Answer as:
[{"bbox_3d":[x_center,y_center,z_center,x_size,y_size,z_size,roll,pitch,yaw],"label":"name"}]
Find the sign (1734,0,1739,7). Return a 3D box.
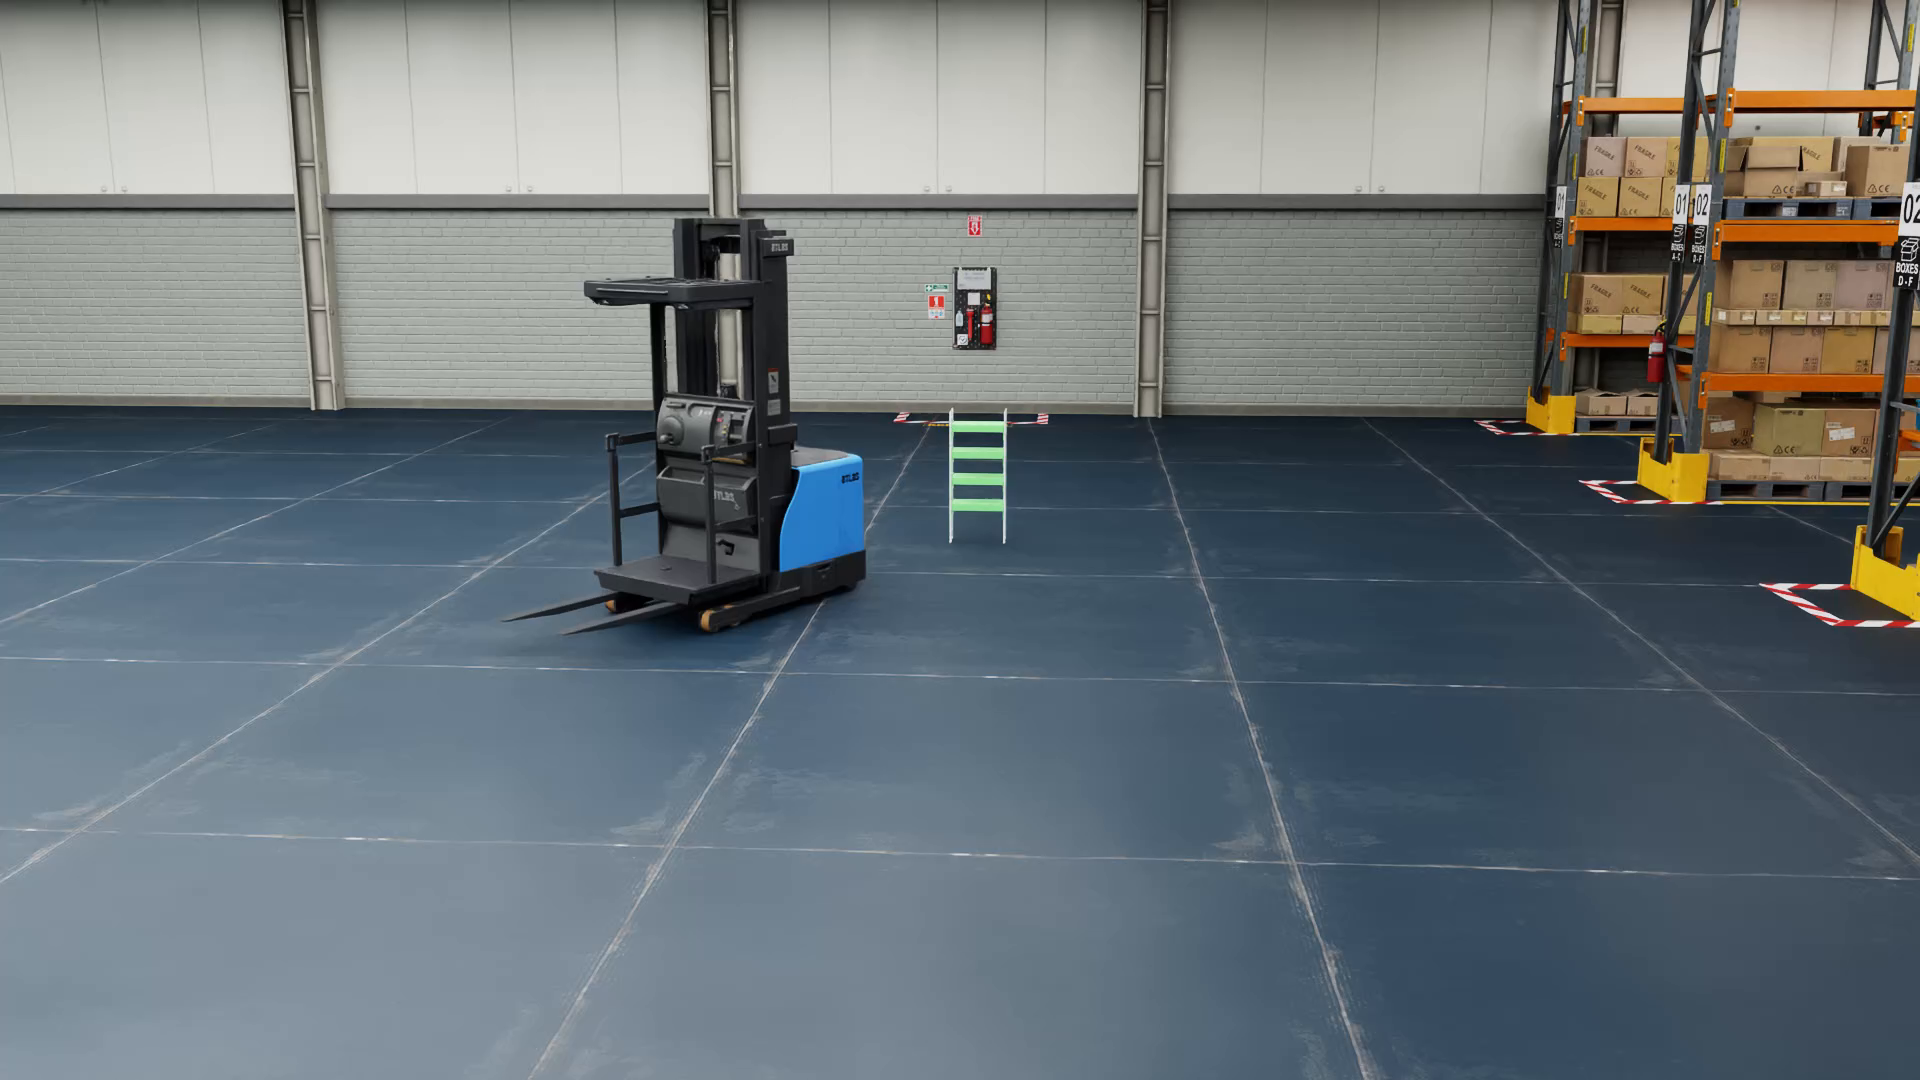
[{"bbox_3d":[7.532,-5.335,16.110,0.005,0.325,0.100,1,12,4],"label":"sign"}]

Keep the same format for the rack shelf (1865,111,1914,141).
[{"bbox_3d":[13.890,-5.296,21.324,4.000,0.370,1.077,1,12,4],"label":"rack shelf"}]

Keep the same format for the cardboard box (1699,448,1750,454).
[{"bbox_3d":[8.131,-0.890,17.870,0.500,0.250,0.500,1,12,4],"label":"cardboard box"}]

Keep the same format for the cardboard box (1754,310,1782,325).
[{"bbox_3d":[8.216,-2.292,17.050,0.250,0.149,0.380,0,12,2],"label":"cardboard box"}]

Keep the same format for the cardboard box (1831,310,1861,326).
[{"bbox_3d":[8.983,-2.281,16.999,0.250,0.149,0.380,0,12,2],"label":"cardboard box"}]

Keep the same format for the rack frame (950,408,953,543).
[{"bbox_3d":[-0.078,-0.588,15.132,0.015,1.200,0.240,1,12,4],"label":"rack frame"}]

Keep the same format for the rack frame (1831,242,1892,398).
[{"bbox_3d":[11.894,-2.935,21.954,0.127,3.000,1.000,1,12,4],"label":"rack frame"}]

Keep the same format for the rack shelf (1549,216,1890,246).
[{"bbox_3d":[9.899,-4.078,21.851,4.000,0.370,1.077,1,12,4],"label":"rack shelf"}]

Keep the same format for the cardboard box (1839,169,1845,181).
[{"bbox_3d":[9.297,-3.707,17.168,0.500,0.311,0.500,2,12,10],"label":"cardboard box"}]

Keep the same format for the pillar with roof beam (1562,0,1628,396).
[{"bbox_3d":[8.372,-5.214,18.196,0.400,9.000,9.100,1,12,4],"label":"pillar with roof beam"}]

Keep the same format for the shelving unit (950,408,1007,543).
[{"bbox_3d":[0.165,-0.585,15.116,0.503,1.200,0.258,1,12,4],"label":"shelving unit"}]

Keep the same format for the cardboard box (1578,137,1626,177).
[{"bbox_3d":[8.271,-4.951,21.532,0.500,0.500,0.500,0,12,0],"label":"cardboard box"}]

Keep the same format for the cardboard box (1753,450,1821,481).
[{"bbox_3d":[8.595,-0.778,17.335,0.500,0.250,0.500,1,12,4],"label":"cardboard box"}]

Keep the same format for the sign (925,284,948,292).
[{"bbox_3d":[-0.331,-3.584,23.676,0.331,0.109,0.001,1,12,4],"label":"sign"}]

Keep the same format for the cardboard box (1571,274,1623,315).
[{"bbox_3d":[8.359,-3.225,21.827,0.500,0.500,0.500,1,12,4],"label":"cardboard box"}]

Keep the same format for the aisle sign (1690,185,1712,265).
[{"bbox_3d":[7.490,-3.188,16.816,0.004,0.787,0.394,1,12,4],"label":"aisle sign"}]

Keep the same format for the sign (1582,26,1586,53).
[{"bbox_3d":[7.867,-6.311,20.968,0.005,0.325,0.100,1,12,4],"label":"sign"}]

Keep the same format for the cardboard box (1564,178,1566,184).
[{"bbox_3d":[8.336,-4.563,22.116,0.500,0.500,0.500,2,12,8],"label":"cardboard box"}]

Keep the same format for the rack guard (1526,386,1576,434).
[{"bbox_3d":[7.979,-1.765,22.467,0.348,0.500,1.175,1,12,4],"label":"rack guard"}]

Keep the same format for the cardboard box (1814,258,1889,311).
[{"bbox_3d":[9.122,-2.639,17.127,0.500,0.500,0.700,1,12,4],"label":"cardboard box"}]

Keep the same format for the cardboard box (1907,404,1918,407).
[{"bbox_3d":[10.092,-1.126,17.168,0.500,0.500,0.500,1,12,4],"label":"cardboard box"}]

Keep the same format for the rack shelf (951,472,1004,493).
[{"bbox_3d":[0.165,-0.522,15.129,0.480,0.148,0.258,1,12,4],"label":"rack shelf"}]

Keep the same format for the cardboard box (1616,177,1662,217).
[{"bbox_3d":[8.753,-4.446,21.560,0.500,0.500,0.500,2,12,8],"label":"cardboard box"}]

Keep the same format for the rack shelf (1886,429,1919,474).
[{"bbox_3d":[9.237,-0.586,12.483,4.000,0.370,1.077,1,12,4],"label":"rack shelf"}]

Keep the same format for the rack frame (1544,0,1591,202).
[{"bbox_3d":[7.903,-5.926,21.601,0.127,3.000,1.000,1,12,4],"label":"rack frame"}]

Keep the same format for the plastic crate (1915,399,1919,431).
[{"bbox_3d":[7.760,-0.947,12.815,0.616,0.251,0.499,1,12,4],"label":"plastic crate"}]

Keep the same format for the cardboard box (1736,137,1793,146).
[{"bbox_3d":[10.307,-4.913,21.350,0.500,0.500,0.500,0,12,2],"label":"cardboard box"}]

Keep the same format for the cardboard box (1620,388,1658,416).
[{"bbox_3d":[9.156,-1.853,22.275,0.500,0.311,0.500,2,12,8],"label":"cardboard box"}]

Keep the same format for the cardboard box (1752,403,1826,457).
[{"bbox_3d":[8.595,-1.145,17.256,0.500,0.500,0.500,1,12,4],"label":"cardboard box"}]

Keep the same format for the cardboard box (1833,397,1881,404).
[{"bbox_3d":[9.628,-1.240,17.710,0.500,0.500,0.500,1,12,4],"label":"cardboard box"}]

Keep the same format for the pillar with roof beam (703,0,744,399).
[{"bbox_3d":[-3.602,-5.378,18.981,0.400,9.000,9.100,1,12,4],"label":"pillar with roof beam"}]

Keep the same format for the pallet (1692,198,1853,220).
[{"bbox_3d":[8.279,-3.388,17.008,1.213,0.211,1.003,1,12,4],"label":"pallet"}]

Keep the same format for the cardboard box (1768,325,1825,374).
[{"bbox_3d":[8.565,-2.011,17.295,0.500,0.500,0.700,1,12,5],"label":"cardboard box"}]

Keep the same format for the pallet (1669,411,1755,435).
[{"bbox_3d":[10.001,-1.588,22.326,1.213,0.211,1.003,1,12,4],"label":"pallet"}]

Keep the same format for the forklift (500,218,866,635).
[{"bbox_3d":[-2.034,-0.875,12.276,1.130,2.935,3.031,8,15,35],"label":"forklift"}]

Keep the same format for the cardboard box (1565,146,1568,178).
[{"bbox_3d":[8.351,-5.053,22.021,0.500,0.500,0.500,1,12,6],"label":"cardboard box"}]

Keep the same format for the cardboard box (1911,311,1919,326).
[{"bbox_3d":[9.749,-2.270,16.947,0.250,0.149,0.380,1,12,6],"label":"cardboard box"}]

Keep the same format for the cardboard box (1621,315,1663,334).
[{"bbox_3d":[8.888,-2.850,21.867,0.500,0.250,0.500,0,12,2],"label":"cardboard box"}]

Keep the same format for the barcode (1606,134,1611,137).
[{"bbox_3d":[8.645,-5.382,22.176,0.075,0.075,0.001,1,12,4],"label":"barcode"}]

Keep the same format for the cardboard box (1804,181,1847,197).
[{"bbox_3d":[8.738,-3.545,16.790,0.250,0.149,0.380,1,12,4],"label":"cardboard box"}]

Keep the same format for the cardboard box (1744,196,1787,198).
[{"bbox_3d":[10.315,-4.428,21.471,0.500,0.500,0.500,0,12,2],"label":"cardboard box"}]

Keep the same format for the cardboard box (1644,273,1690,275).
[{"bbox_3d":[9.405,-3.315,22.257,0.500,0.500,0.500,0,12,2],"label":"cardboard box"}]

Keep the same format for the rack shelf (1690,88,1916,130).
[{"bbox_3d":[9.571,-4.339,16.747,4.000,0.370,1.077,1,12,4],"label":"rack shelf"}]
